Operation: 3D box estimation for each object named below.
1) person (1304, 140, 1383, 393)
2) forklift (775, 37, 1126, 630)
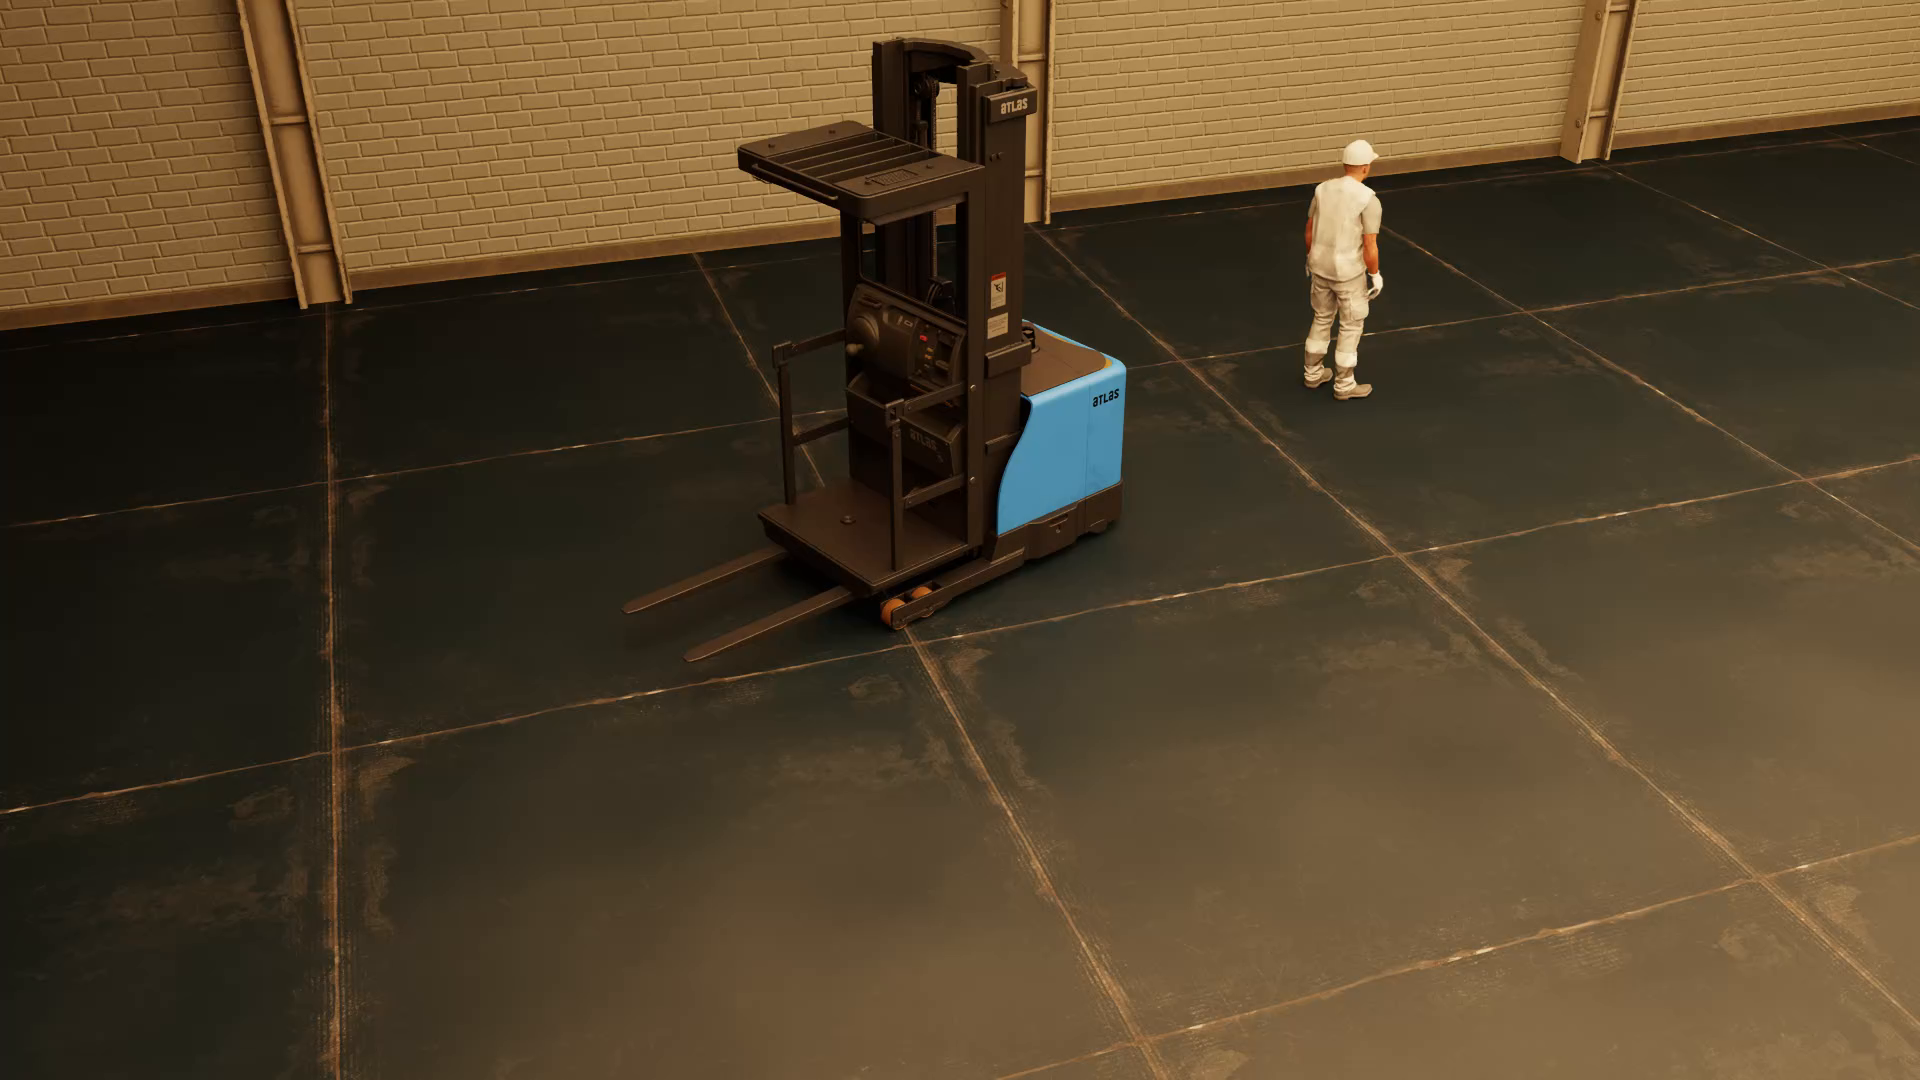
[{"bbox_3d":[2.639,-1.891,11.473,0.445,1.723,0.623,-23,37,-34],"label":"person"},{"bbox_3d":[-0.461,-1.072,8.951,3.031,2.935,1.130,-23,37,-34],"label":"forklift"}]
